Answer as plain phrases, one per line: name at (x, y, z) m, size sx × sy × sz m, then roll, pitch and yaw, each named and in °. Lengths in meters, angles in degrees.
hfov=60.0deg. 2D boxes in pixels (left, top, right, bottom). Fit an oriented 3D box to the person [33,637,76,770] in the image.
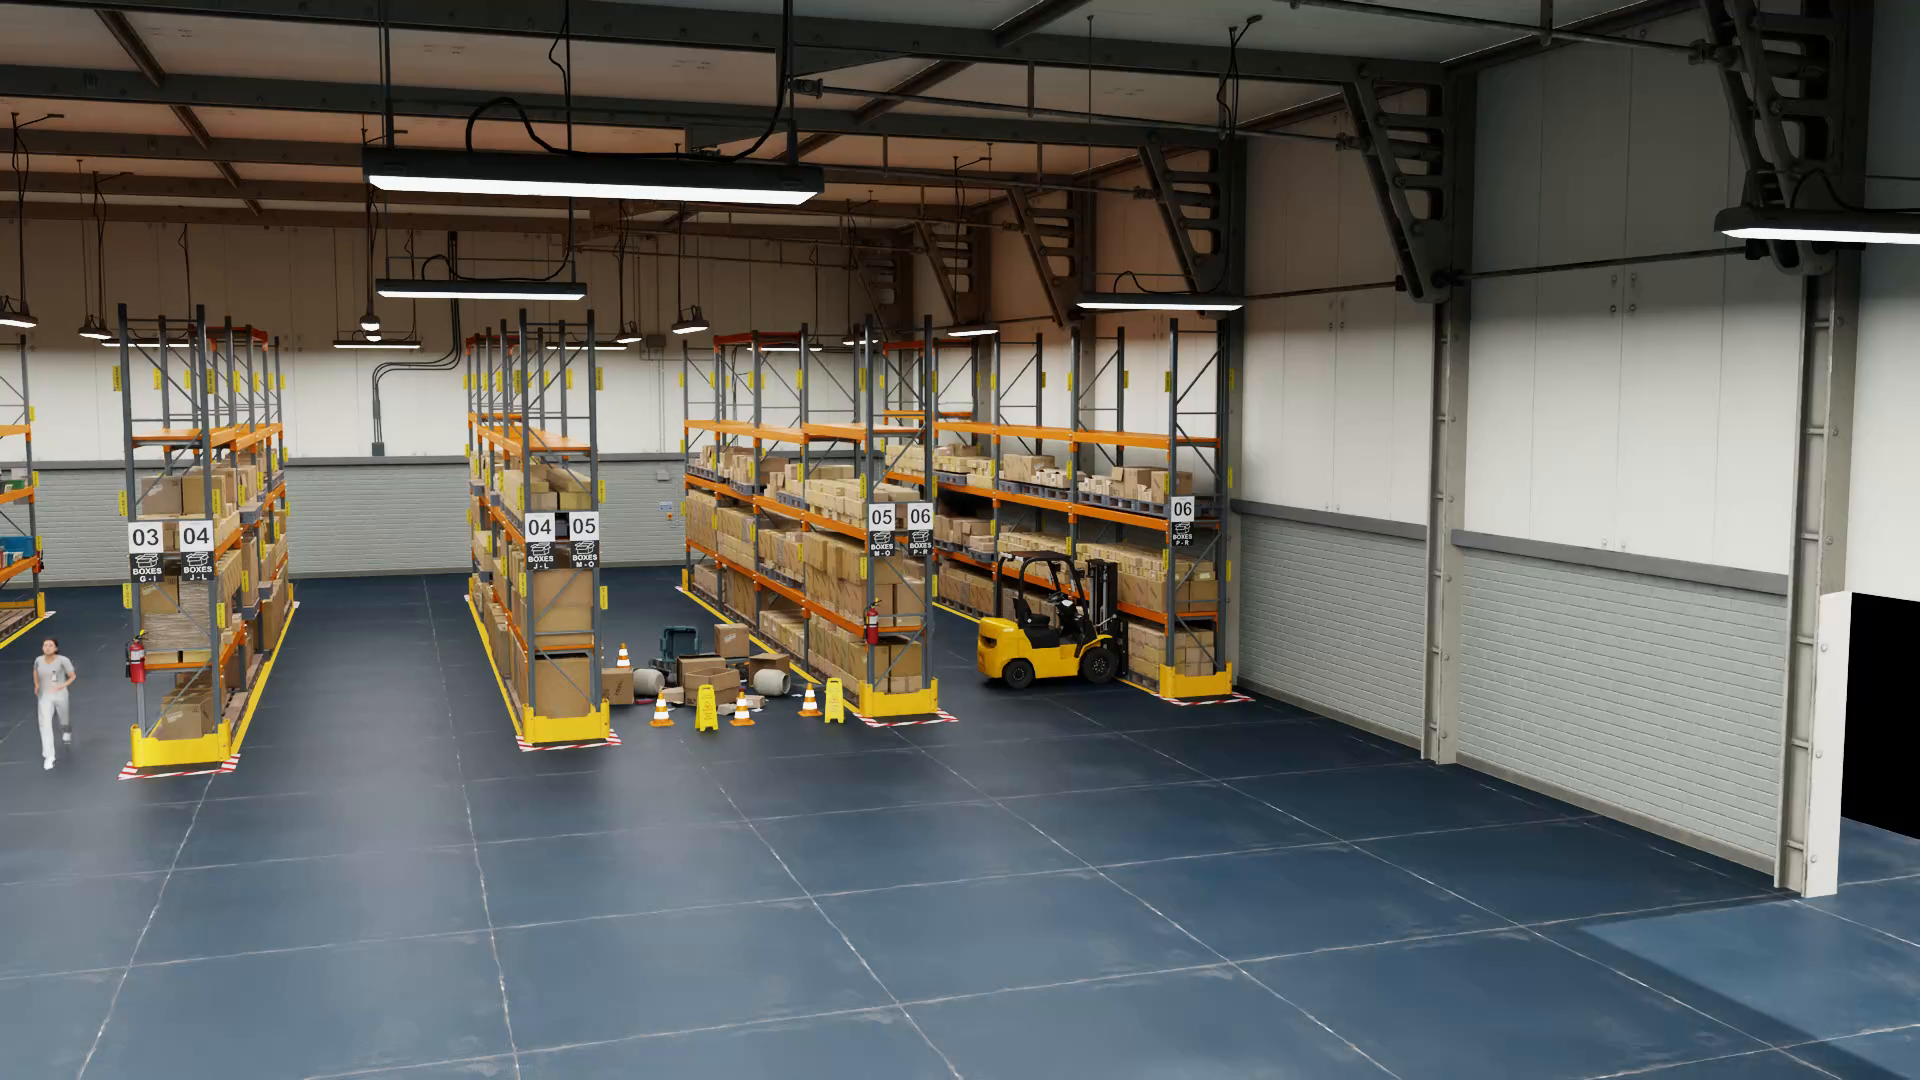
person at (-11.977, 2.108, 22.011) m, size 0.537 × 1.676 × 1.114 m, roll -2°, pitch 6°, yaw -19°
